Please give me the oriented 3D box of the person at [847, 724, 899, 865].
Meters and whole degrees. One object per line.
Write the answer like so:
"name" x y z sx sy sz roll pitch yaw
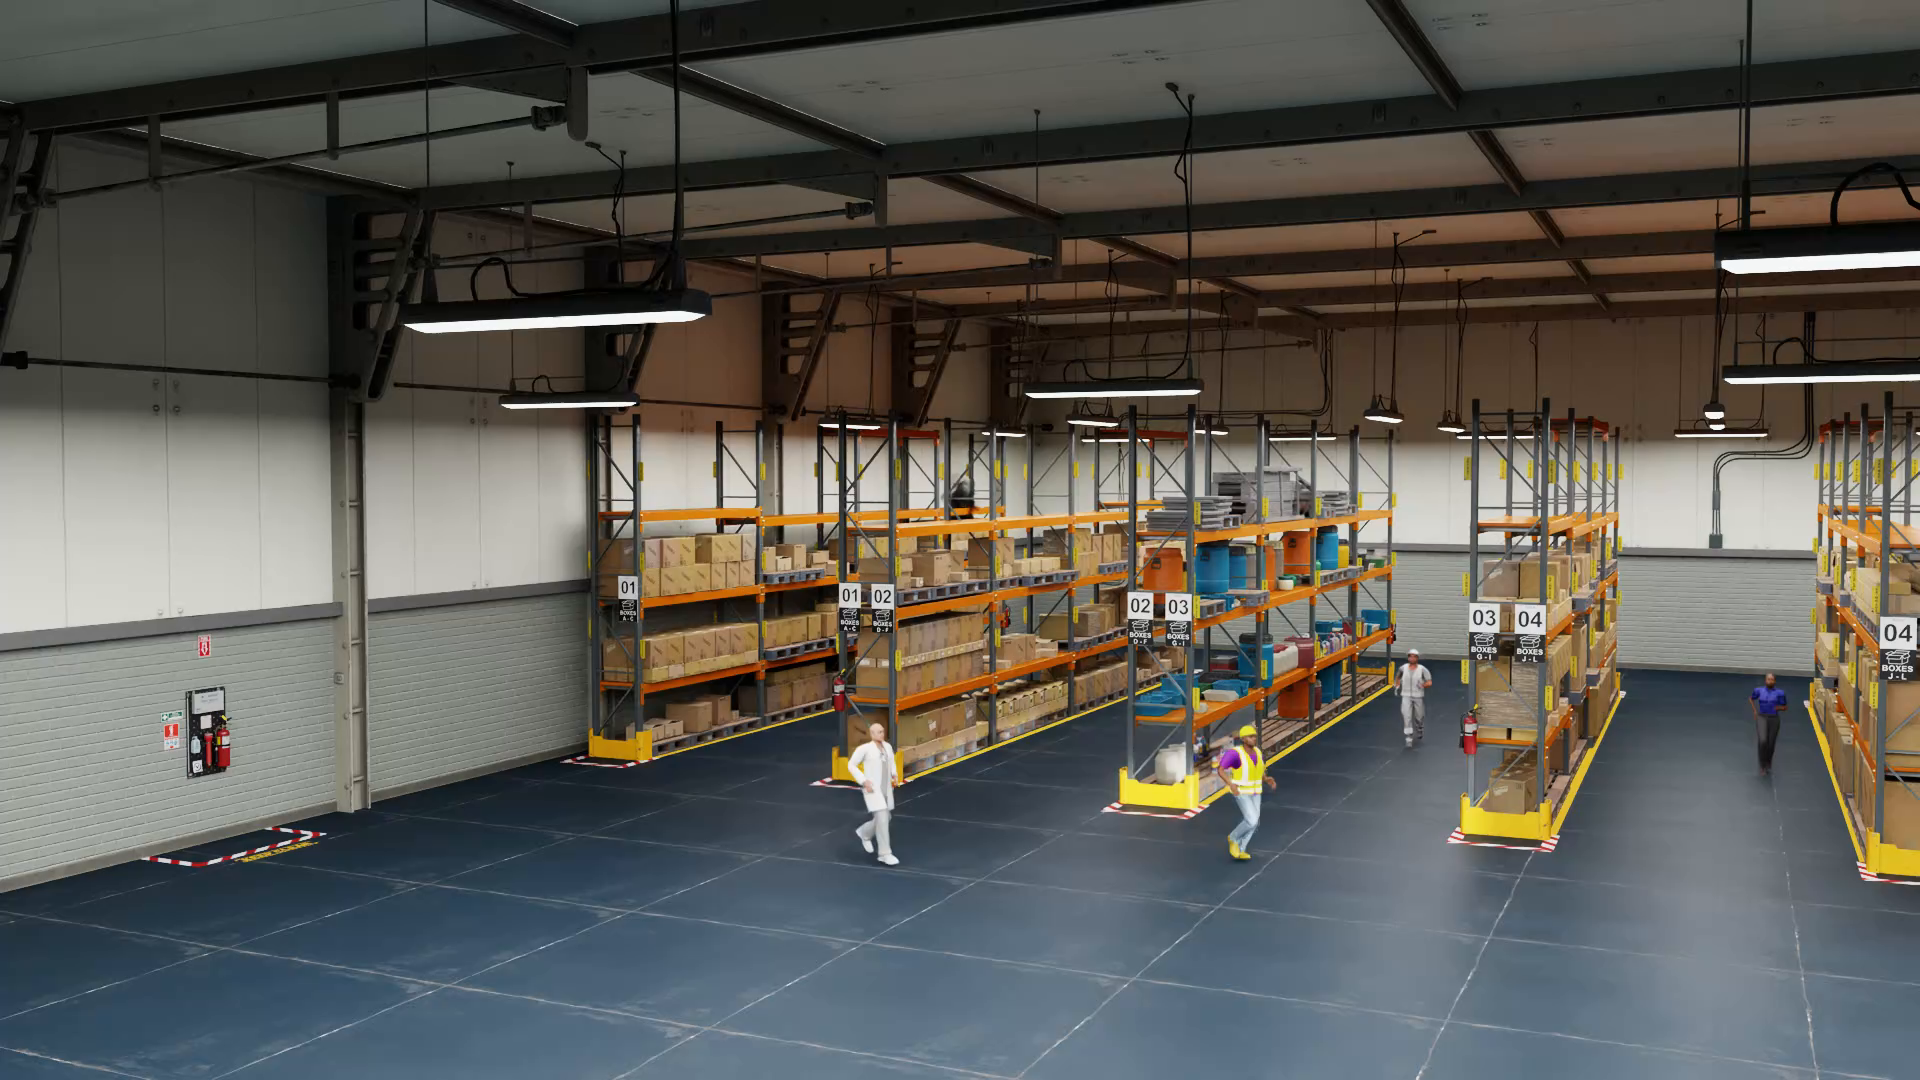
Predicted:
"person" -1.089 3.335 21.361 0.720 1.557 0.882 -2 3 -44

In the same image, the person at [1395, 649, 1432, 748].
"person" 8.244 2.871 30.274 0.670 1.765 0.914 1 3 22

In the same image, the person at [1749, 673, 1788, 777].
"person" 13.378 3.091 27.510 0.559 1.639 0.760 1 2 19

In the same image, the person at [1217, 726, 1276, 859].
"person" 3.715 3.247 21.337 0.675 1.720 0.583 -2 3 -34
